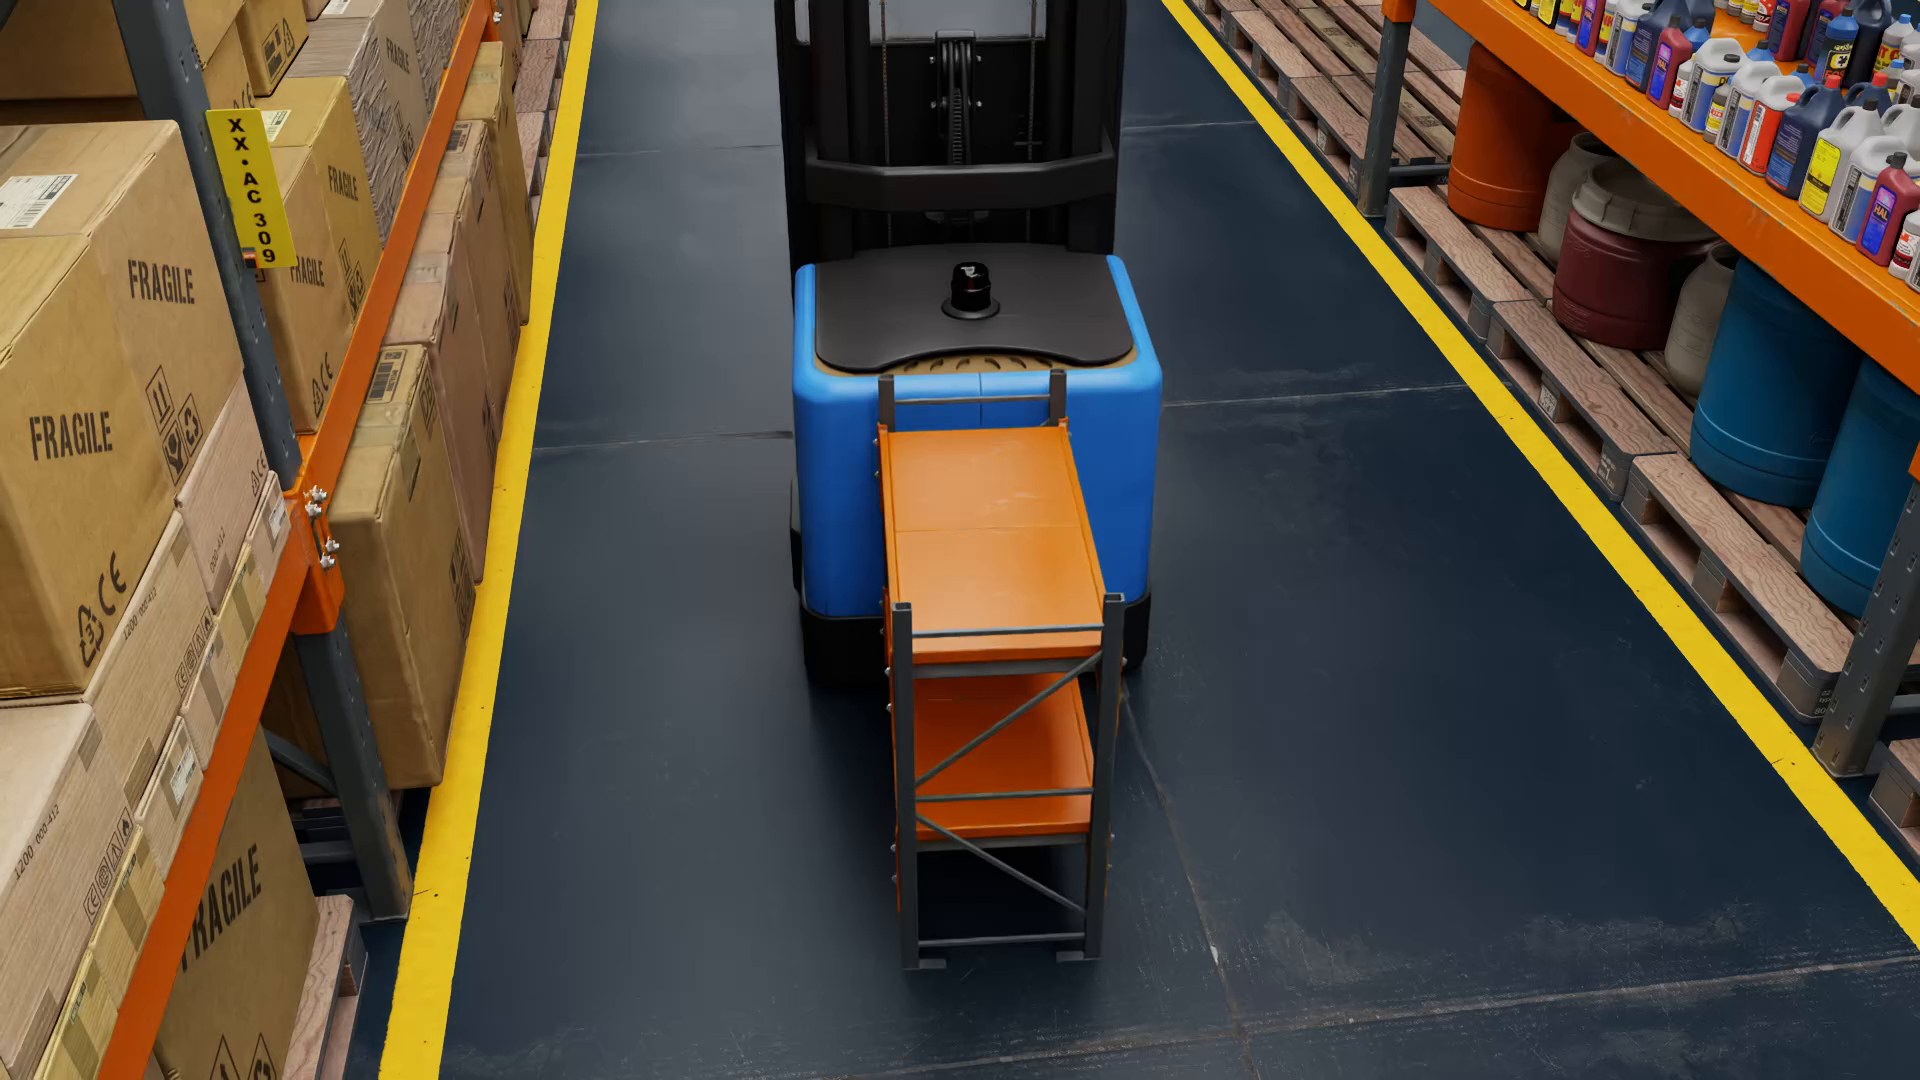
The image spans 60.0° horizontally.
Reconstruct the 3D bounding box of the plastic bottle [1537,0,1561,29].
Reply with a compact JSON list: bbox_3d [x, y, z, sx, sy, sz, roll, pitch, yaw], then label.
[{"bbox_3d":[2.243,-2.078,6.239,0.061,0.283,0.133,-4,35,-6],"label":"plastic bottle"}]

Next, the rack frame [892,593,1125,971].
[{"bbox_3d":[0.104,0.597,3.875,0.500,1.125,0.032,-2,34,-3],"label":"rack frame"}]

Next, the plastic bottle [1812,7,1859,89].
[{"bbox_3d":[2.979,-1.669,5.650,0.097,0.271,0.097,0,34,0],"label":"plastic bottle"}]

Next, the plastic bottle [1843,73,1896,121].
[{"bbox_3d":[2.647,-1.207,4.901,0.144,0.351,0.185,-4,35,-6],"label":"plastic bottle"}]

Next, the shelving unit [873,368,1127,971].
[{"bbox_3d":[0.069,0.311,4.294,0.538,1.125,1.048,-2,34,-3],"label":"shelving unit"}]

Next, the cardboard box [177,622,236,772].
[{"bbox_3d":[-1.497,0.286,2.889,0.380,0.149,0.250,-5,35,-7],"label":"cardboard box"}]

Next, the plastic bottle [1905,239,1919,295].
[{"bbox_3d":[2.603,-0.769,4.325,0.152,0.276,0.135,-4,35,-6],"label":"plastic bottle"}]

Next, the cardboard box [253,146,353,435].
[{"bbox_3d":[-1.746,-0.567,3.829,0.500,0.500,0.500,-4,35,-6],"label":"cardboard box"}]

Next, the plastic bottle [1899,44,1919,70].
[{"bbox_3d":[3.136,-1.507,5.408,0.152,0.276,0.135,-4,35,-6],"label":"plastic bottle"}]

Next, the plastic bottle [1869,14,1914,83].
[{"bbox_3d":[3.135,-1.626,5.587,0.097,0.271,0.097,0,34,0],"label":"plastic bottle"}]

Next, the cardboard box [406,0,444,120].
[{"bbox_3d":[-2.023,-1.698,5.490,0.500,0.500,0.500,-5,35,-8],"label":"cardboard box"}]

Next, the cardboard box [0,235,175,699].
[{"bbox_3d":[-1.541,-0.104,2.443,0.500,0.500,0.500,-4,34,-6],"label":"cardboard box"}]

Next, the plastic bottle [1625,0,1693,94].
[{"bbox_3d":[2.381,-1.707,5.635,0.144,0.351,0.185,-4,35,-6],"label":"plastic bottle"}]

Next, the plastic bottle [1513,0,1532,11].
[{"bbox_3d":[2.212,-2.206,6.428,0.061,0.283,0.133,-4,35,-6],"label":"plastic bottle"}]

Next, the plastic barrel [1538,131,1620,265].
[{"bbox_3d":[2.686,-1.422,7.010,0.421,0.512,0.421,0,34,0],"label":"plastic barrel"}]

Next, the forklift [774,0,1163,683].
[{"bbox_3d":[-0.047,-1.590,5.480,1.130,2.935,3.031,-2,34,-3],"label":"forklift"}]

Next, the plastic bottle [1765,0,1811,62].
[{"bbox_3d":[2.951,-1.863,5.924,0.061,0.283,0.133,-4,35,-6],"label":"plastic bottle"}]

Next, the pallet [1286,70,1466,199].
[{"bbox_3d":[2.373,-2.140,8.703,1.003,0.211,1.213,-4,35,-6],"label":"pallet"}]

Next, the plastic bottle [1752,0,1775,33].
[{"bbox_3d":[3.036,-2.007,6.207,0.097,0.201,0.097,0,34,0],"label":"plastic bottle"}]

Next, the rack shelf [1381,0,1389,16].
[{"bbox_3d":[2.170,-3.676,9.119,1.077,0.370,4.000,-4,35,-6],"label":"rack shelf"}]

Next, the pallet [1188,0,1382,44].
[{"bbox_3d":[2.045,-3.501,10.700,1.003,0.211,1.213,-4,35,-6],"label":"pallet"}]

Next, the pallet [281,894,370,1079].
[{"bbox_3d":[-1.907,1.333,3.607,1.003,0.211,1.213,-4,35,-6],"label":"pallet"}]

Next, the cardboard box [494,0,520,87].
[{"bbox_3d":[-2.750,-2.627,8.771,0.700,0.500,0.500,-2,34,-2],"label":"cardboard box"}]

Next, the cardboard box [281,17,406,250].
[{"bbox_3d":[-1.881,-1.126,4.650,0.500,0.500,0.500,-5,35,-7],"label":"cardboard box"}]

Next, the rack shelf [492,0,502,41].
[{"bbox_3d":[-2.738,-3.301,8.568,1.077,0.370,4.000,-4,35,-6],"label":"rack shelf"}]

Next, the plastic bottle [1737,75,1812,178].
[{"bbox_3d":[2.486,-1.254,5.037,0.152,0.276,0.135,-4,35,-6],"label":"plastic bottle"}]

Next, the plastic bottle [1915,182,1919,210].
[{"bbox_3d":[2.603,-0.880,4.554,0.097,0.201,0.097,0,34,0],"label":"plastic bottle"}]

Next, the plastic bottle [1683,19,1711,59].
[{"bbox_3d":[2.437,-1.599,5.546,0.097,0.271,0.097,0,34,0],"label":"plastic bottle"}]

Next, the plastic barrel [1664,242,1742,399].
[{"bbox_3d":[2.838,-0.792,6.085,0.421,0.512,0.421,0,34,0],"label":"plastic barrel"}]

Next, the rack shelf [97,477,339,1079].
[{"bbox_3d":[-1.662,1.164,2.018,1.077,0.370,4.000,-4,35,-6],"label":"rack shelf"}]

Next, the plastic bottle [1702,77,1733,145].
[{"bbox_3d":[2.425,-1.361,5.260,0.097,0.201,0.097,0,34,0],"label":"plastic bottle"}]

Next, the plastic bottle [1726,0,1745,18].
[{"bbox_3d":[3.010,-2.115,6.367,0.097,0.201,0.097,0,34,0],"label":"plastic bottle"}]

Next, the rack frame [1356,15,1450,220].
[{"bbox_3d":[2.439,-2.857,7.279,1.000,3.000,0.127,-4,35,-6],"label":"rack frame"}]

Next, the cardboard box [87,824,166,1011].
[{"bbox_3d":[-1.427,0.574,2.468,0.380,0.149,0.250,-4,34,-5],"label":"cardboard box"}]

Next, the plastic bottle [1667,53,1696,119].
[{"bbox_3d":[2.394,-1.491,5.450,0.097,0.201,0.097,0,34,0],"label":"plastic bottle"}]

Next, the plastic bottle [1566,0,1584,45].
[{"bbox_3d":[2.289,-1.955,6.070,0.097,0.271,0.097,0,34,0],"label":"plastic bottle"}]

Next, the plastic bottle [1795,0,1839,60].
[{"bbox_3d":[3.050,-1.913,5.938,0.144,0.351,0.185,-4,35,-6],"label":"plastic bottle"}]

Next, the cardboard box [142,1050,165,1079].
[{"bbox_3d":[-1.801,1.331,2.647,0.875,0.875,0.875,-4,35,-6],"label":"cardboard box"}]

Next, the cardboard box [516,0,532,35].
[{"bbox_3d":[-2.901,-3.251,9.686,0.700,0.500,0.500,-5,35,-7],"label":"cardboard box"}]

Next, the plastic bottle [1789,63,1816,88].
[{"bbox_3d":[2.589,-1.347,5.178,0.097,0.271,0.097,0,34,0],"label":"plastic bottle"}]

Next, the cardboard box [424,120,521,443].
[{"bbox_3d":[-2.285,-0.893,5.910,1.225,0.875,0.875,-4,35,-6],"label":"cardboard box"}]

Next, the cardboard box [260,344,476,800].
[{"bbox_3d":[-2.037,0.099,4.455,1.225,0.875,0.875,-4,35,-6],"label":"cardboard box"}]

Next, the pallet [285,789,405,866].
[{"bbox_3d":[-2.110,0.478,4.861,1.003,0.211,1.213,-4,35,-6],"label":"pallet"}]

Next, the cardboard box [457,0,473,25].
[{"bbox_3d":[-2.157,-2.266,6.323,0.500,0.500,0.500,-3,34,-5],"label":"cardboard box"}]

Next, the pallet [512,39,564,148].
[{"bbox_3d":[-2.734,-2.445,9.150,1.003,0.211,1.213,-4,35,-6],"label":"pallet"}]

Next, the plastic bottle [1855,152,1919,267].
[{"bbox_3d":[2.527,-0.898,4.507,0.061,0.283,0.133,-4,35,-6],"label":"plastic bottle"}]

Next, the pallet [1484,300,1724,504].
[{"bbox_3d":[2.747,-0.588,6.426,1.003,0.211,1.213,-4,35,-6],"label":"pallet"}]

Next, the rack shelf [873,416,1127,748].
[{"bbox_3d":[0.069,0.070,4.129,0.538,0.278,1.000,-2,34,-3],"label":"rack shelf"}]

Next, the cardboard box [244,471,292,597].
[{"bbox_3d":[-1.566,0.000,3.310,0.380,0.149,0.250,-4,34,-6],"label":"cardboard box"}]

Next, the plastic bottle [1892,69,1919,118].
[{"bbox_3d":[3.017,-1.366,5.201,0.152,0.276,0.135,-4,35,-6],"label":"plastic bottle"}]

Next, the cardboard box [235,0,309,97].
[{"bbox_3d":[-2.106,-1.445,4.227,0.797,0.503,0.637,-4,34,-6],"label":"cardboard box"}]

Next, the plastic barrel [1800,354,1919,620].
[{"bbox_3d":[2.920,-0.236,4.923,0.600,0.901,0.708,-4,35,-6],"label":"plastic barrel"}]

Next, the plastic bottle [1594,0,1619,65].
[{"bbox_3d":[2.320,-1.826,5.881,0.097,0.271,0.097,0,34,0],"label":"plastic bottle"}]

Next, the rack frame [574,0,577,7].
[{"bbox_3d":[-3.007,-4.714,10.004,1.000,3.000,0.127,-4,35,-6],"label":"rack frame"}]

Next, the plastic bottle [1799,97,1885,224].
[{"bbox_3d":[2.529,-1.093,4.733,0.144,0.351,0.185,-4,35,-6],"label":"plastic bottle"}]

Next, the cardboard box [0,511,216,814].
[{"bbox_3d":[-1.540,0.205,2.655,0.500,0.250,0.500,-3,34,-5],"label":"cardboard box"}]
